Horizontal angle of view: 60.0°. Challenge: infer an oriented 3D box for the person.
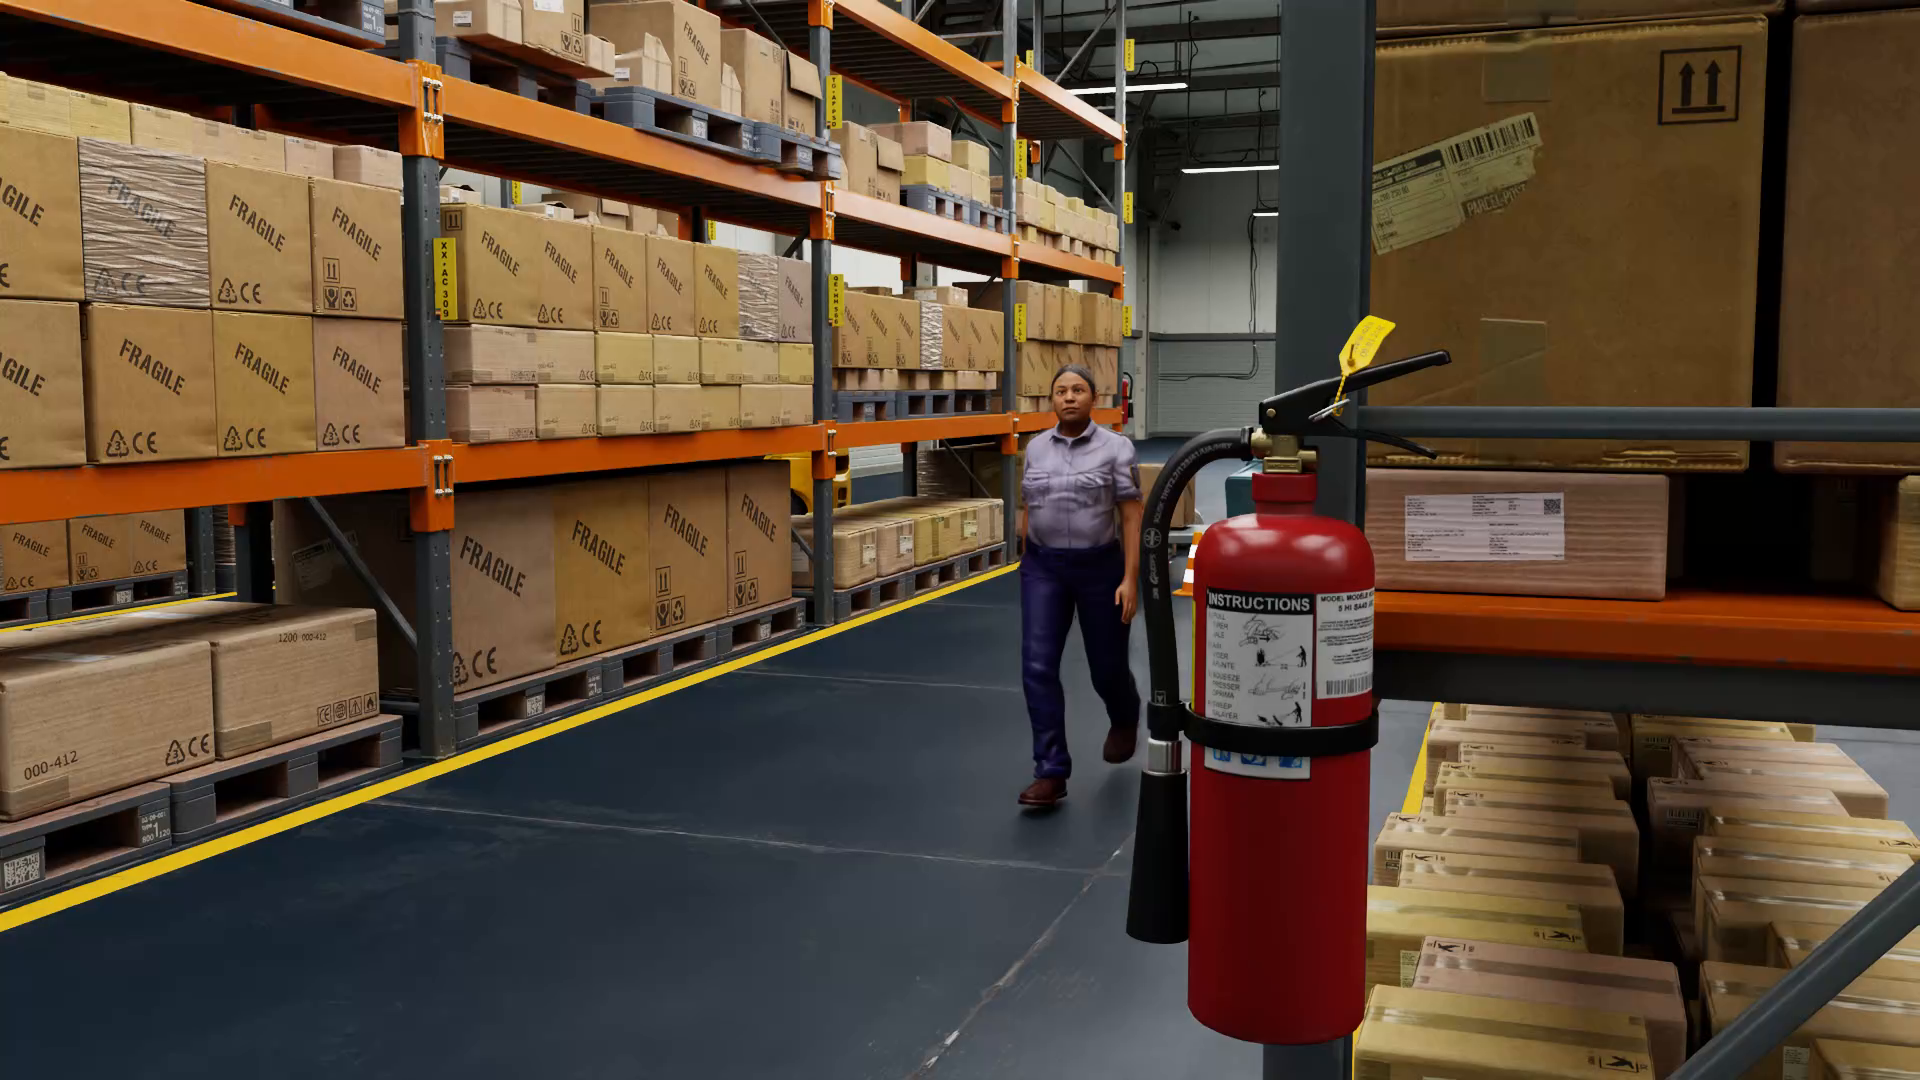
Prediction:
[{"bbox_3d":[0.461,0.139,6.284,0.496,1.602,0.886,2,6,19],"label":"person"}]
